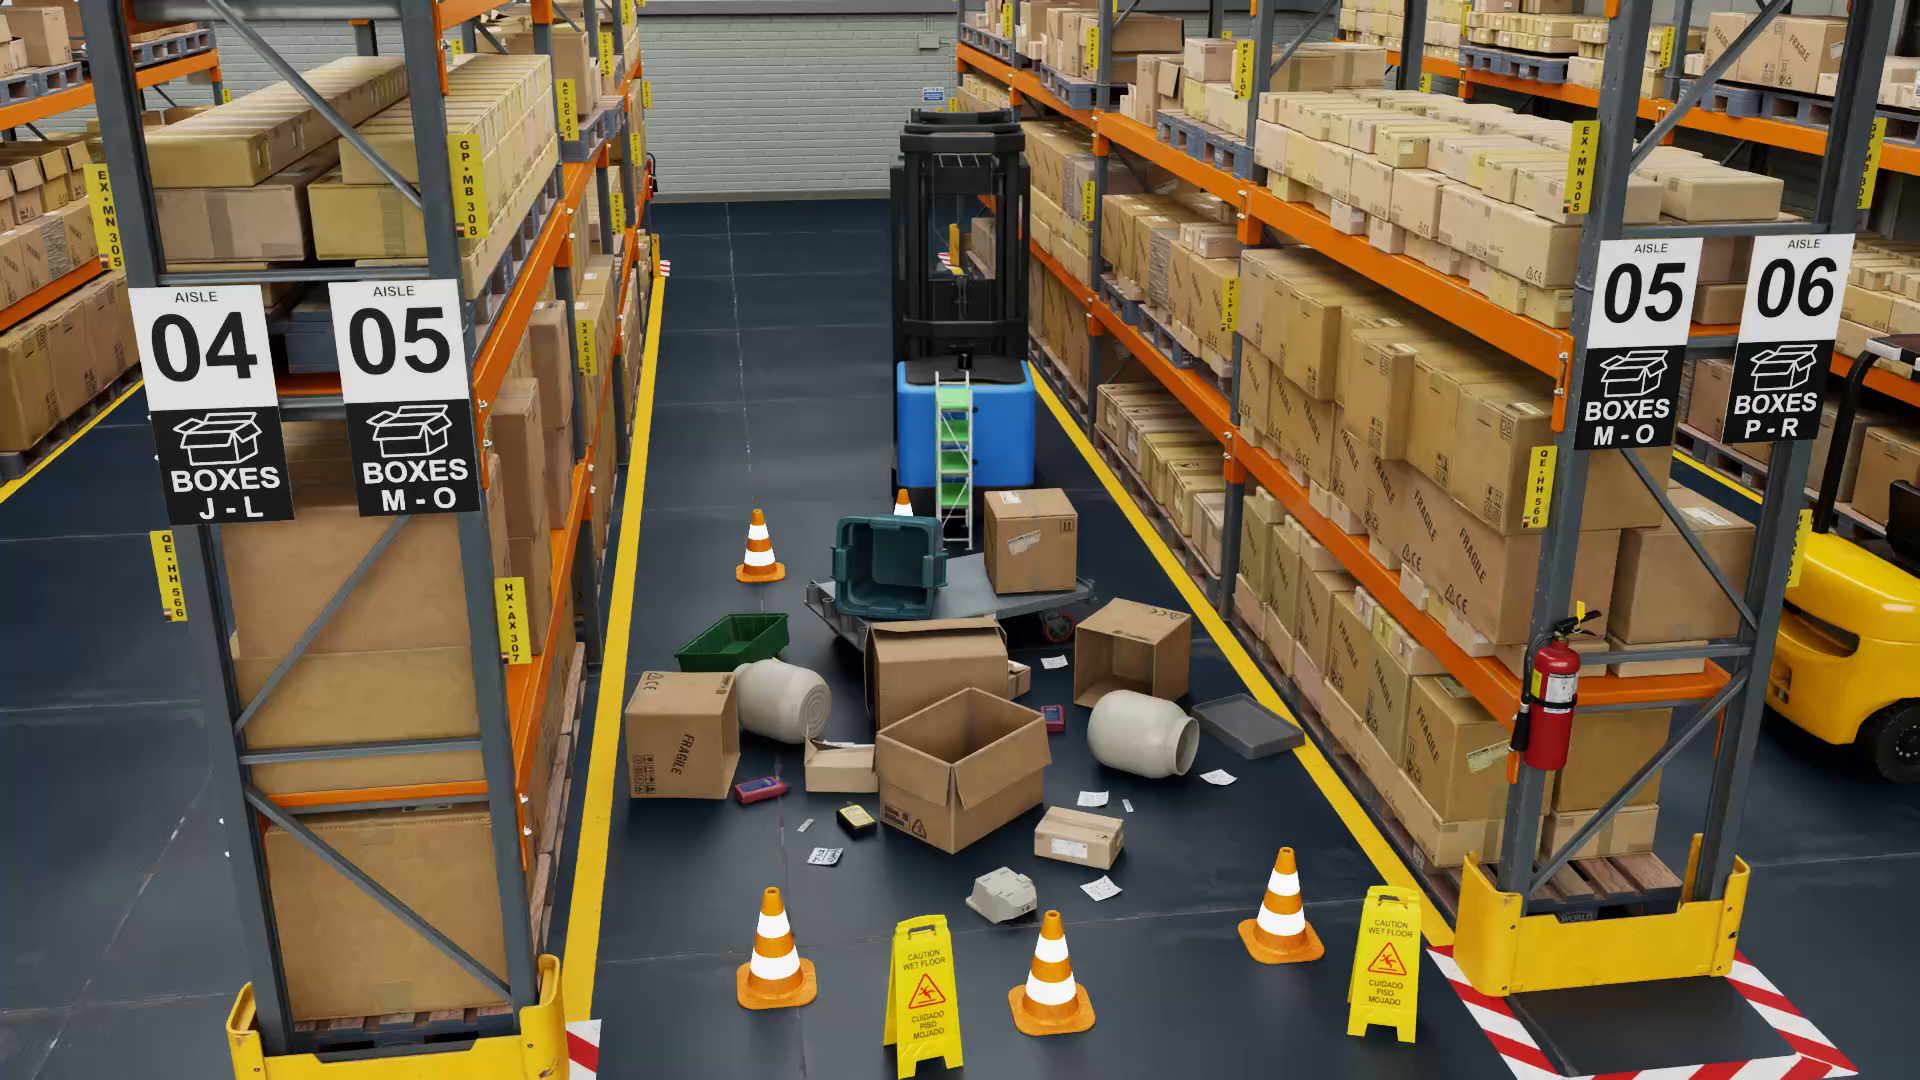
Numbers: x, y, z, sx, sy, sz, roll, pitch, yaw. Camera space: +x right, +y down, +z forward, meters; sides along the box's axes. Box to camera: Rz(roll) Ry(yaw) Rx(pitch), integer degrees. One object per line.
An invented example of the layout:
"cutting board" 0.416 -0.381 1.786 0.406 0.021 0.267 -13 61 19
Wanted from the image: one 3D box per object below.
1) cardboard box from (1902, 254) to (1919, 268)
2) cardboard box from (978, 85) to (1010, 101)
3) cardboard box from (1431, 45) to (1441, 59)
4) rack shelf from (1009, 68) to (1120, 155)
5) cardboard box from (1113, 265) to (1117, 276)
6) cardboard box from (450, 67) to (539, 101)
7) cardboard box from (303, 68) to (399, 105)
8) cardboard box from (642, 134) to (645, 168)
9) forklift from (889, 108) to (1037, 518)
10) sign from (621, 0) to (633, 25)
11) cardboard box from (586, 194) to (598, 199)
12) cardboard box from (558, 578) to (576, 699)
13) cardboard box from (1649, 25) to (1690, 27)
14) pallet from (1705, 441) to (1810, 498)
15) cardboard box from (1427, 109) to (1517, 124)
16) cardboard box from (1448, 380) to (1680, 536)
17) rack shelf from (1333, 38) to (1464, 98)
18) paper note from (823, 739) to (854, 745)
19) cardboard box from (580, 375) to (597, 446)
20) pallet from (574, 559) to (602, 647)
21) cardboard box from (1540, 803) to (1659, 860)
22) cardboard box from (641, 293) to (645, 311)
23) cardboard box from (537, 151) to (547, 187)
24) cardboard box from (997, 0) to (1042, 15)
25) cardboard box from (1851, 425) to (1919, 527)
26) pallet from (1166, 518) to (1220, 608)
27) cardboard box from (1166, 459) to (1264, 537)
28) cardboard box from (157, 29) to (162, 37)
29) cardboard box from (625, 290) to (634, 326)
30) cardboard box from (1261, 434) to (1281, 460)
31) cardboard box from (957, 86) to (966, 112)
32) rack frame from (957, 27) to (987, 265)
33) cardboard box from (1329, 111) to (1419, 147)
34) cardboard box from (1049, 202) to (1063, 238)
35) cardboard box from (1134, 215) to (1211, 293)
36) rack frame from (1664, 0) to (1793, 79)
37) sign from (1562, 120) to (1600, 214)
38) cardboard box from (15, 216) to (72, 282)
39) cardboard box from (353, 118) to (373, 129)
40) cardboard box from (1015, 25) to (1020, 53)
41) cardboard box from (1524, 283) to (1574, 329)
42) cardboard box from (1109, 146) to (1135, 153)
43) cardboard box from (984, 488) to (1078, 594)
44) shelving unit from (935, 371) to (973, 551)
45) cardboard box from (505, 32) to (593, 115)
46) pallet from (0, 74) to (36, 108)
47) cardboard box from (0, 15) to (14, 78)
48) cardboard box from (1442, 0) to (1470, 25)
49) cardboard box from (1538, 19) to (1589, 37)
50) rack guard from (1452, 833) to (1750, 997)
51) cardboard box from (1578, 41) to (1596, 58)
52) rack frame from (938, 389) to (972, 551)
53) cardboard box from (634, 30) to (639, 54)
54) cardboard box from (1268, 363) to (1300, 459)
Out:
"cardboard box" 7.176 -2.008 12.237 0.380 0.149 0.250 -3 21 -8
"cardboard box" 0.422 -5.215 19.392 0.380 0.149 0.250 -3 21 -9
"cardboard box" 5.545 -5.514 18.763 0.380 0.149 0.250 -2 21 -6
"rack shelf" 1.328 -4.062 15.547 1.077 0.370 4.000 -3 21 -8
"cardboard box" 1.479 -2.259 13.736 0.380 0.149 0.250 -4 21 -11
"cardboard box" -2.215 -2.165 7.915 0.380 0.149 0.250 -3 21 -7
"cardboard box" -2.864 -2.130 7.820 0.380 0.149 0.250 -3 21 -9
"cardboard box" -4.032 -4.652 19.816 0.500 0.500 0.500 -3 21 -9
"forklift" -0.009 -2.006 13.397 1.130 2.935 3.031 -1 20 -2
"sign" -3.295 -5.263 16.431 0.100 0.325 0.005 -3 21 -8
"cardboard box" -3.333 -2.999 14.868 0.380 0.149 0.250 -2 21 -6
"cardboard box" -2.669 0.388 9.327 0.875 0.875 0.875 -3 21 -7
"cardboard box" 6.592 -4.708 15.467 0.380 0.149 0.250 -3 21 -8
"pallet" 6.780 -0.539 13.356 1.003 0.211 1.213 -3 21 -8
"cardboard box" 2.620 -2.119 8.535 0.380 0.149 0.250 -3 21 -9
"cardboard box" 2.480 -0.352 6.875 0.700 0.500 0.500 -3 21 -9
"rack shelf" 5.663 -5.699 19.928 1.077 0.370 4.000 -3 21 -8
"paper note" -0.684 1.140 9.130 0.172 0.023 0.155 4 21 11
"cardboard box" -2.500 -0.875 10.128 0.500 0.500 0.500 -3 21 -7
"pallet" -2.876 0.411 10.814 1.003 0.211 1.213 -3 21 -8
"cardboard box" 2.927 1.266 7.868 0.500 0.250 0.500 -3 21 -8
"cardboard box" -3.579 -2.544 17.790 0.380 0.149 0.250 -2 21 -5
"cardboard box" -2.210 -1.788 8.045 0.380 0.149 0.250 -3 21 -8
"cardboard box" 0.814 -5.849 18.411 0.797 0.503 0.637 -1 21 -4
"cardboard box" 7.018 -0.433 11.881 0.875 0.625 0.625 -2 21 -5
"pallet" 2.079 0.120 11.593 1.003 0.211 1.213 -3 21 -8
"cardboard box" 2.008 -0.313 11.922 0.950 0.372 0.625 -2 21 -4
"cardboard box" -9.131 -5.712 18.051 0.700 0.500 0.500 -4 21 -11
"cardboard box" -3.335 -2.173 15.647 0.500 0.250 0.500 -4 21 -10
"cardboard box" 2.009 -0.589 9.865 0.380 0.149 0.250 -2 21 -6
"cardboard box" 0.251 -5.406 20.832 0.500 0.500 0.500 -3 21 -9
"rack frame" 0.463 -5.071 21.508 1.000 3.000 0.127 -3 21 -8
"cardboard box" 2.108 -2.096 8.474 0.380 0.149 0.250 -4 21 -10
"cardboard box" 1.124 -2.974 15.392 0.500 0.250 0.500 -3 21 -9
"cardboard box" 1.618 -2.153 12.527 0.500 0.500 0.500 -3 21 -7
"rack frame" 6.528 -5.364 13.716 1.000 3.000 0.127 -3 21 -8
"sign" 2.218 -1.331 5.939 0.100 0.325 0.005 -3 21 -8
"cardboard box" -8.215 -2.560 14.639 0.500 0.500 0.500 -3 21 -8
"cardboard box" -2.676 -1.642 7.084 0.500 0.250 0.500 -3 21 -7
"cardboard box" 0.766 -5.035 16.714 0.396 0.266 0.258 -3 21 -8
"cardboard box" 2.442 -0.929 6.488 0.380 0.149 0.250 -3 21 -8
"cardboard box" 1.647 -3.351 15.329 0.500 0.500 0.500 -2 21 -6
"cardboard box" 0.436 0.000 10.420 0.500 0.500 0.500 -3 21 -8
"shelving unit" -0.046 -0.571 12.030 0.258 1.200 0.503 -1 20 -2
"cardboard box" -2.740 -3.125 11.122 0.500 0.500 0.500 -3 21 -8
"pallet" -8.499 -3.726 13.887 1.003 0.211 1.213 -2 21 -5
"cardboard box" -8.506 -4.158 14.028 0.797 0.503 0.637 -3 21 -8
"cardboard box" 5.640 -5.809 18.271 0.500 0.250 0.500 -3 21 -8
"cardboard box" 5.840 -4.953 16.094 0.380 0.149 0.250 -3 21 -7
"rack guard" 2.759 1.613 7.183 1.175 0.500 0.348 -3 21 -8
"cardboard box" 6.079 -4.632 15.689 0.380 0.149 0.250 -2 21 -6
"rack frame" -0.036 -0.486 11.801 0.240 1.200 0.015 -1 20 -2
"cardboard box" -4.012 -5.801 19.389 0.500 0.250 0.500 -3 21 -8
"cardboard box" 2.076 -0.764 9.406 0.500 0.500 0.500 -3 21 -8
